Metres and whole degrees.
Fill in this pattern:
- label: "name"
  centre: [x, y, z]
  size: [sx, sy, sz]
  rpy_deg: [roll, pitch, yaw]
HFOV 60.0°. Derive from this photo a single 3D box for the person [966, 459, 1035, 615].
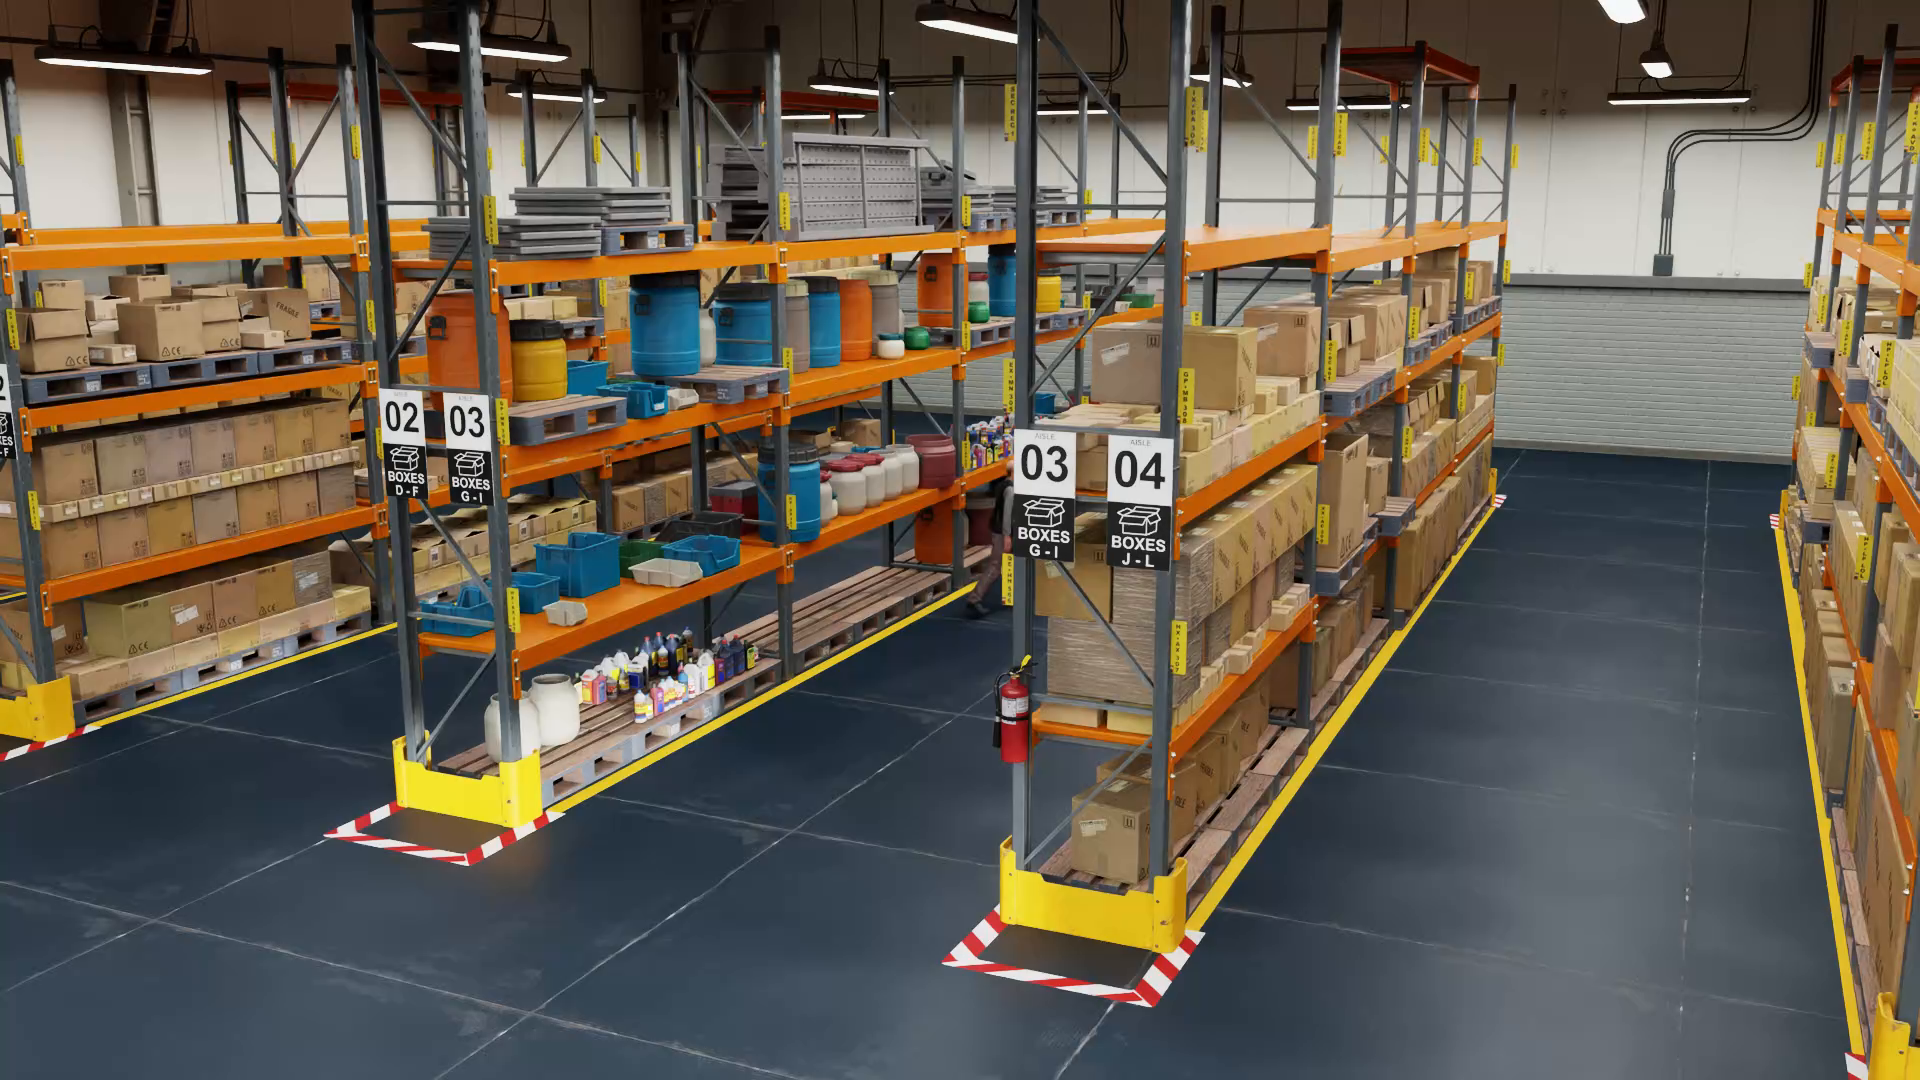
- label: "person"
  centre: [0.465, -0.044, 18.308]
  size: [0.890, 1.673, 0.770]
  rpy_deg: [-2, 12, -10]
